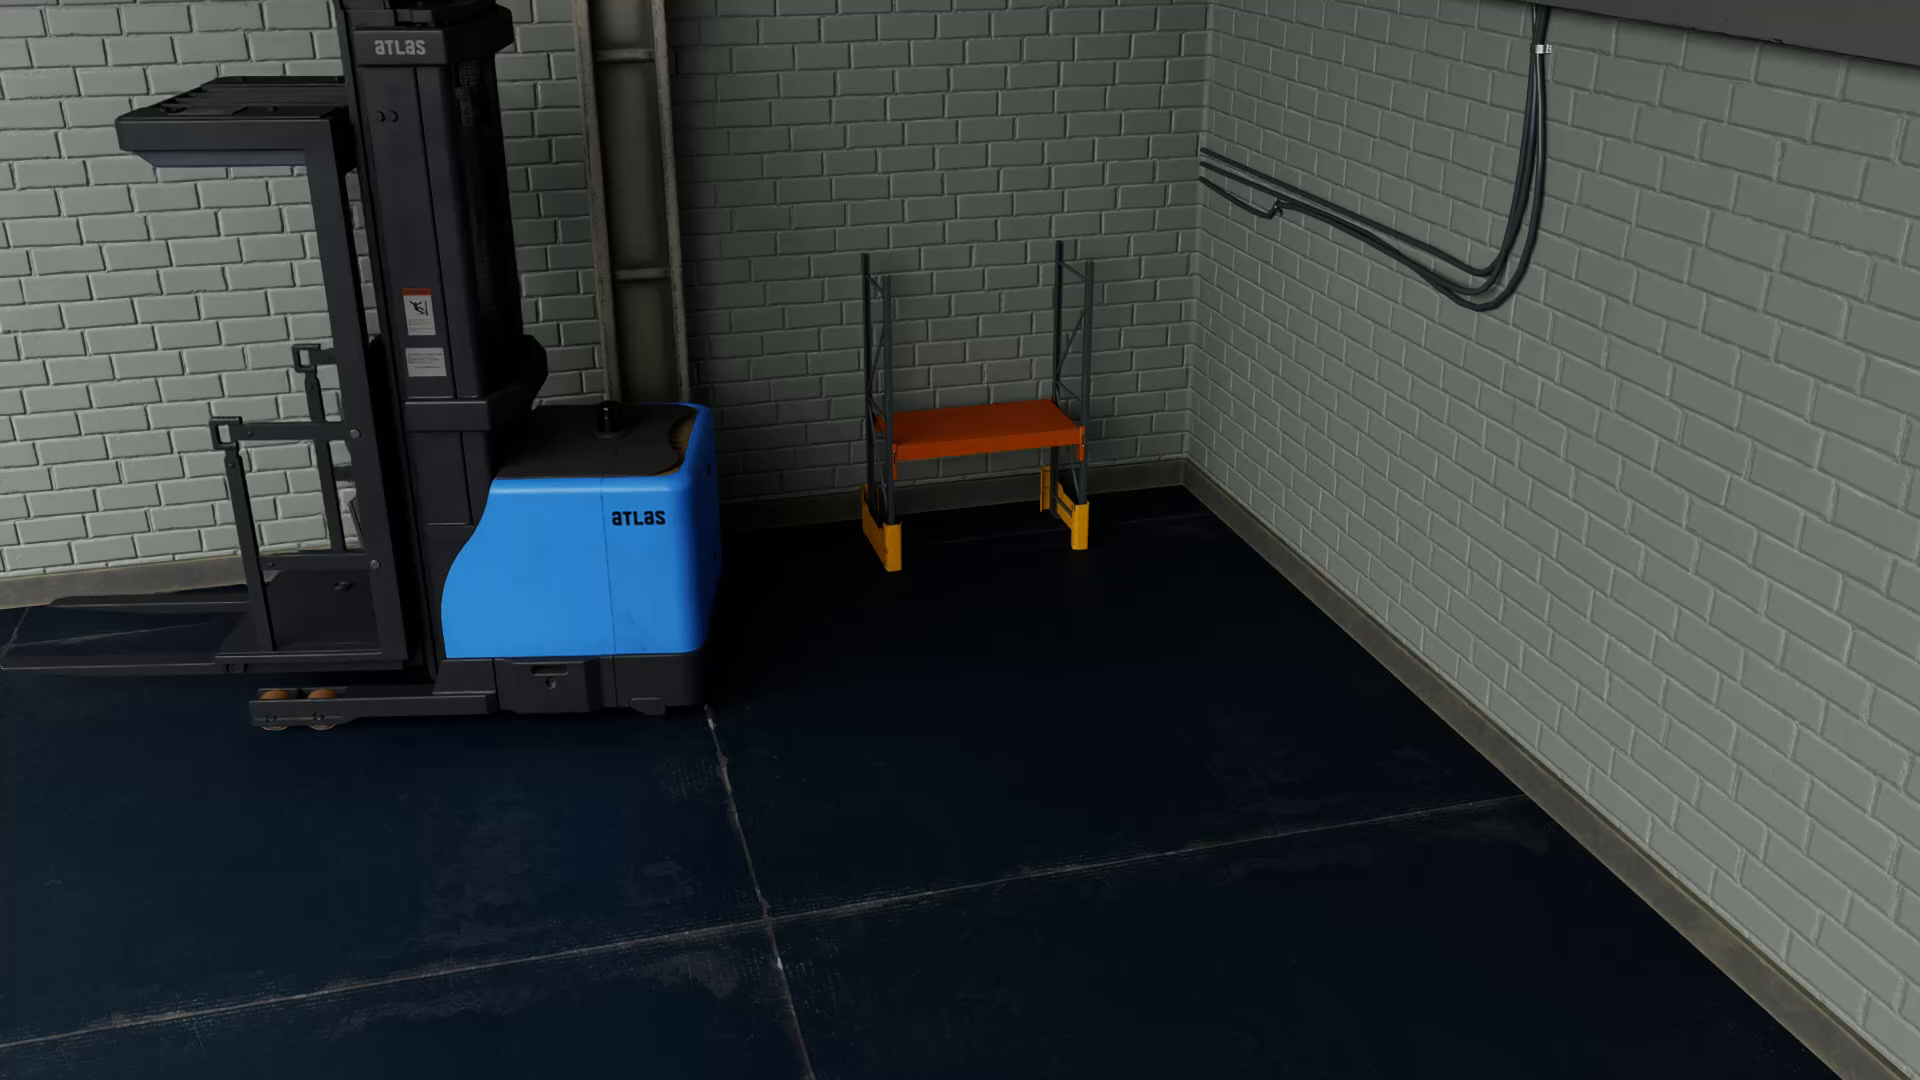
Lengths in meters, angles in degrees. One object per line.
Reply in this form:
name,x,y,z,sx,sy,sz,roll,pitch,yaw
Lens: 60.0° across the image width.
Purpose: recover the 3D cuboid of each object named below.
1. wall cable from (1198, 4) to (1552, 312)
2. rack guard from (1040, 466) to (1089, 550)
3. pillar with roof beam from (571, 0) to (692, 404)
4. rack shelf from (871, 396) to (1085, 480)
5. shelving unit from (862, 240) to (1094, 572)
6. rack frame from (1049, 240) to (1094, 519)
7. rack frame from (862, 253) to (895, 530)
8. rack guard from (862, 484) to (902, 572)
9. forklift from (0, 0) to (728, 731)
wall cable,1.634,-2.475,7.043,0.112,2.526,3.097,-6,24,-14
rack guard,0.553,-0.176,8.843,0.087,0.250,0.587,-6,24,-14
pillar with roof beam,-0.397,-2.455,3.060,0.400,9.000,9.100,-6,24,-14
rack shelf,0.082,-0.533,8.546,1.000,0.185,0.538,-6,24,-14
shelving unit,0.073,-0.697,8.473,1.083,1.500,0.587,-6,24,-14
rack frame,0.572,-0.752,8.602,0.032,1.500,0.500,-6,24,-14
rack frame,-0.407,-0.644,8.349,0.032,1.500,0.500,-6,24,-14
rack guard,-0.406,-0.070,8.596,0.087,0.250,0.587,-6,24,-14
forklift,-2.585,-0.767,6.821,3.031,2.935,1.130,-1,23,-3
